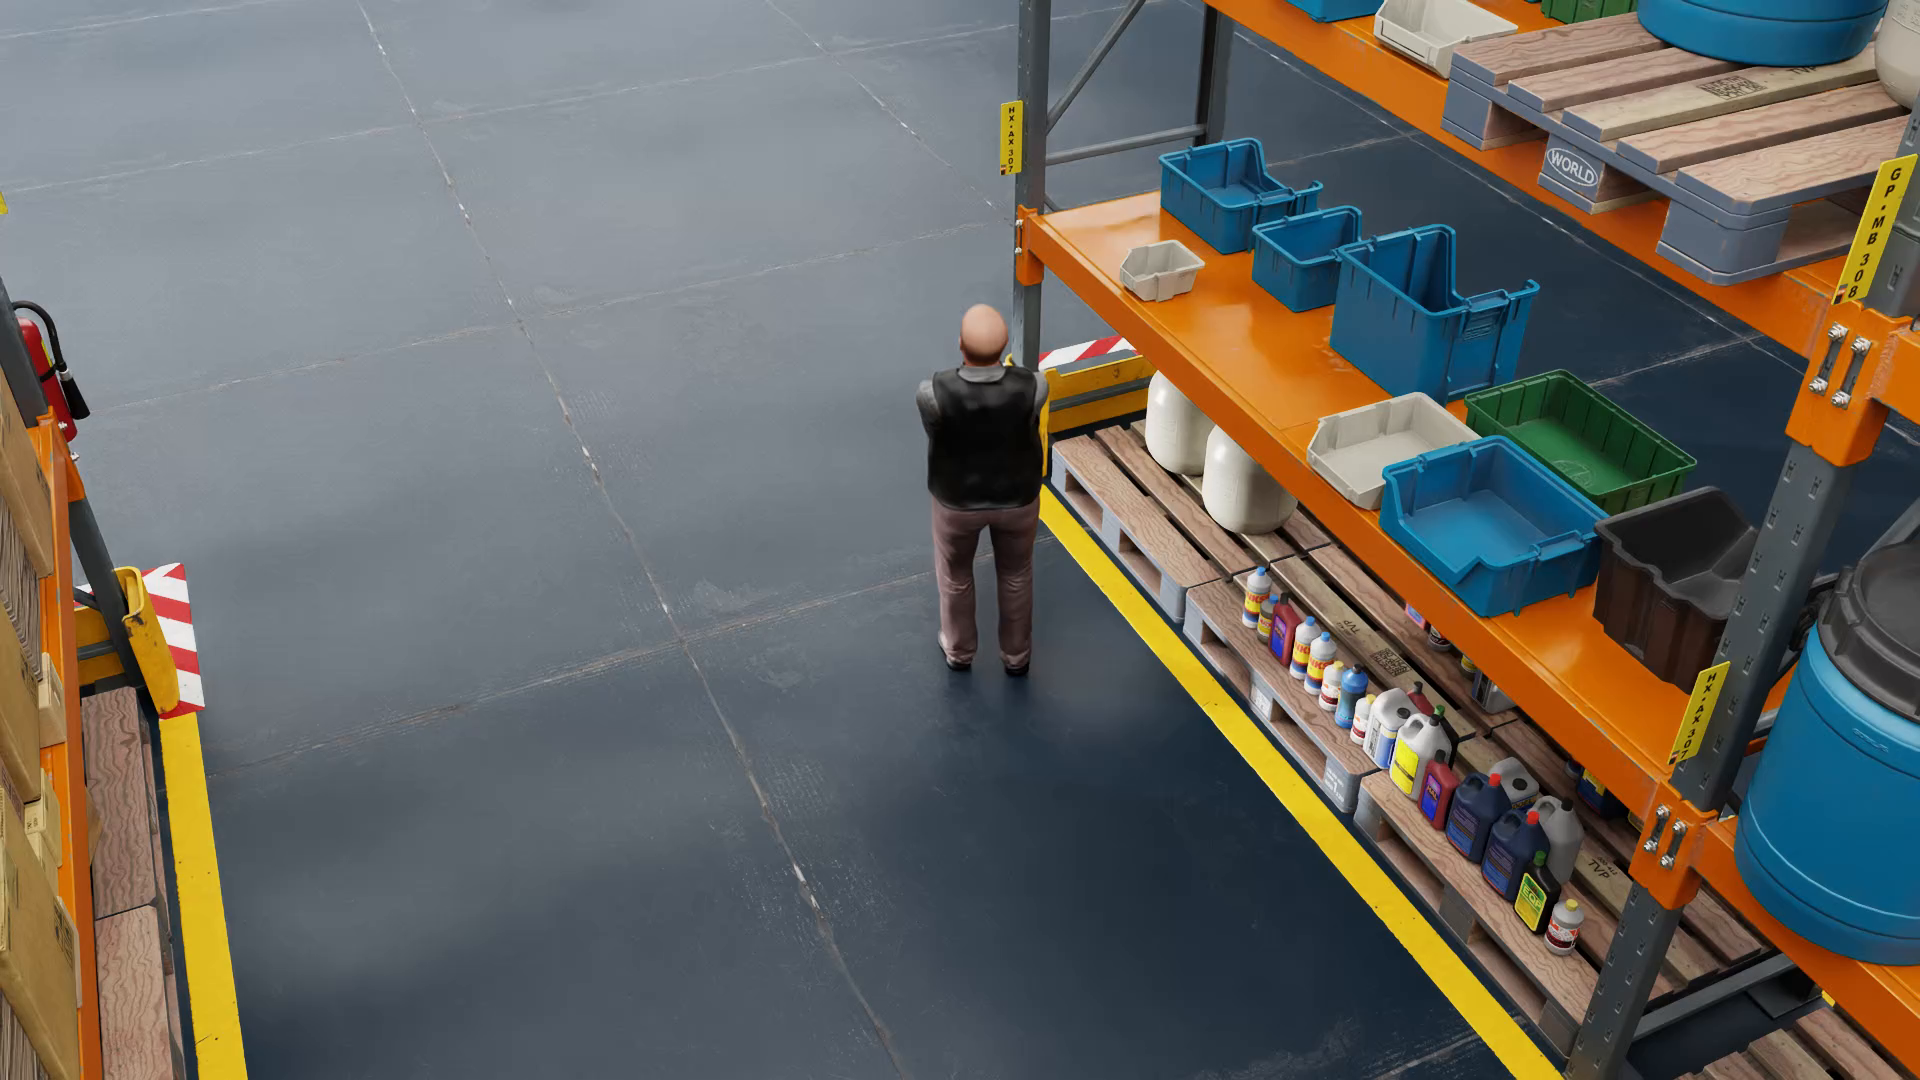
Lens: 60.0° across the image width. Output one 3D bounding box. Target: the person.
[{"bbox_3d":[0.072,-0.225,6.476,0.494,1.711,0.559,-4,37,-5],"label":"person"}]
